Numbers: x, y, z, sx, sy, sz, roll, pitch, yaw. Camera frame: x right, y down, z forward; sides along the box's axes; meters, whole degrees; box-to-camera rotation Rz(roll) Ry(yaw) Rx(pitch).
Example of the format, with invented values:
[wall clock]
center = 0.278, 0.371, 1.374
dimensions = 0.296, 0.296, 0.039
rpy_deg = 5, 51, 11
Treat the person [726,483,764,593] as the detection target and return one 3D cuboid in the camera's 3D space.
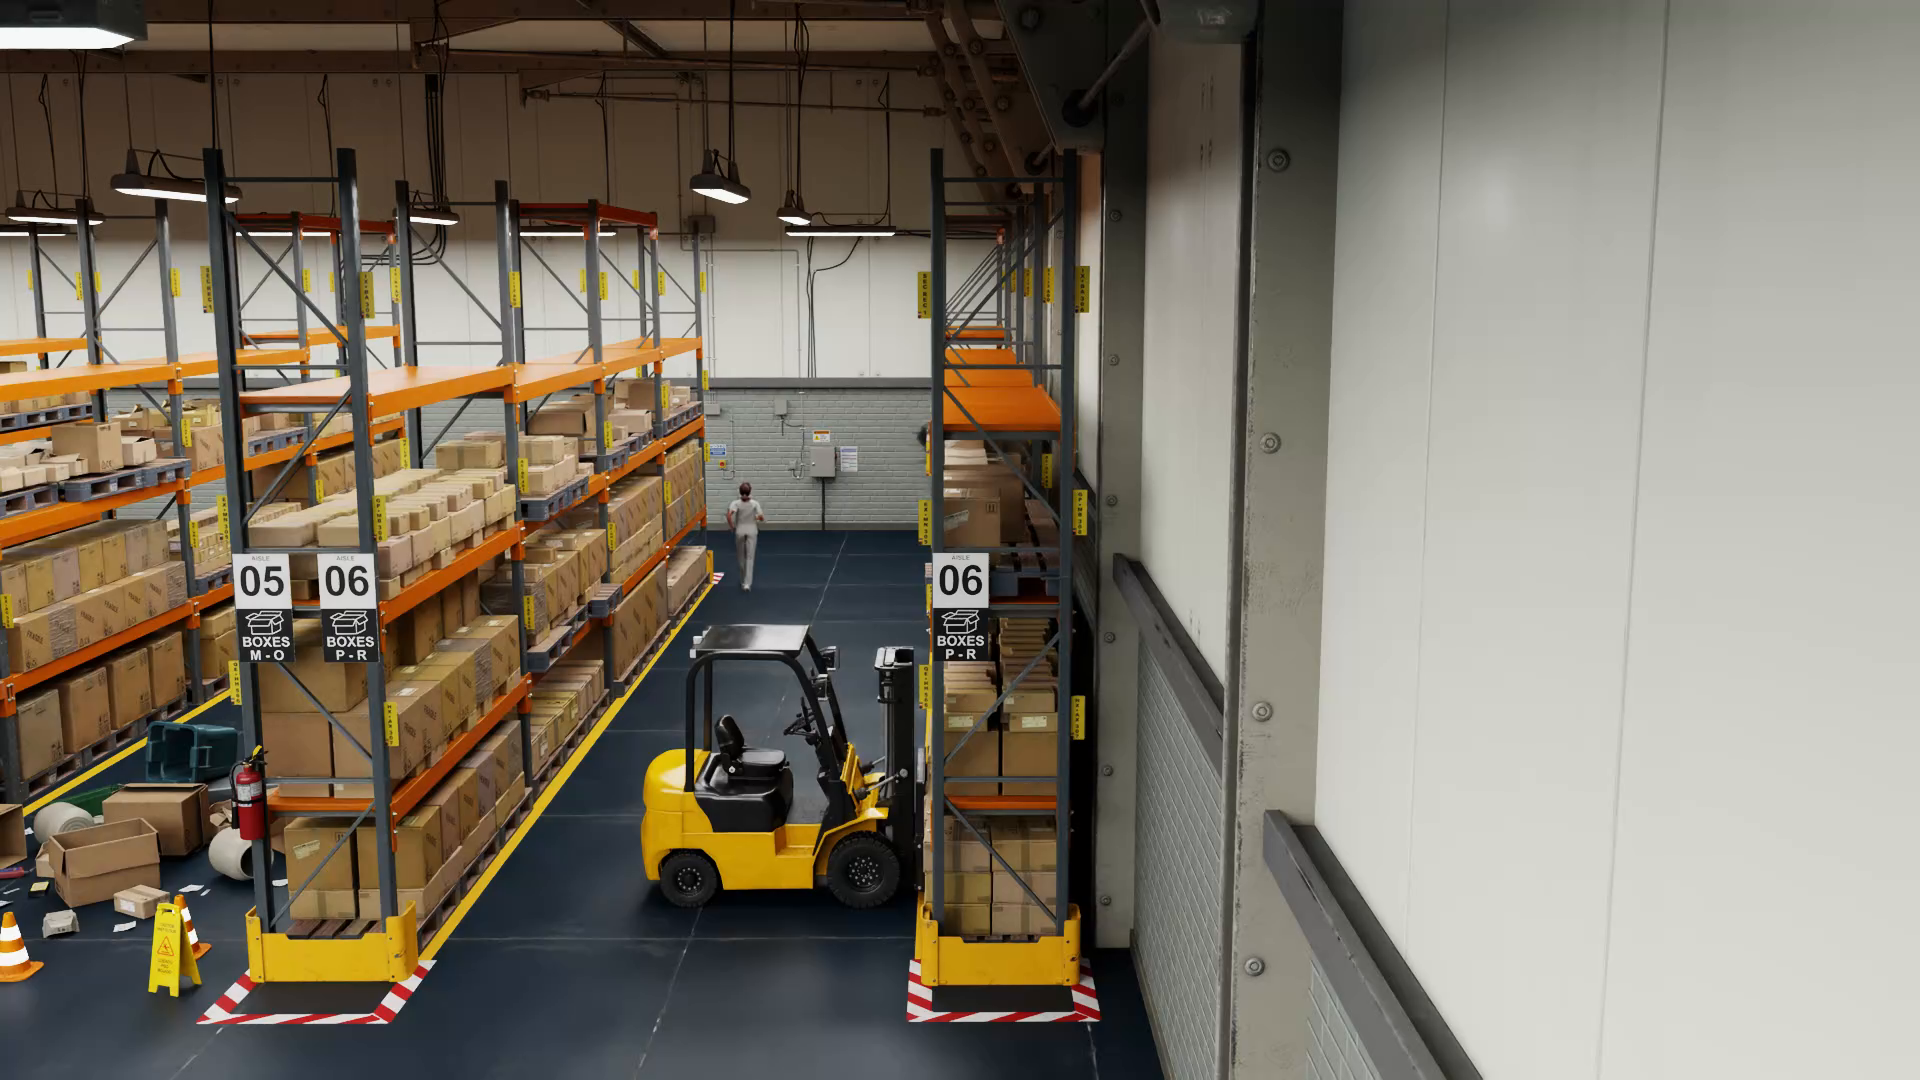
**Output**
[person]
center = -3.266, -0.026, 25.402
dimensions = 0.555, 1.717, 0.788
rpy_deg = 0, 9, -1
